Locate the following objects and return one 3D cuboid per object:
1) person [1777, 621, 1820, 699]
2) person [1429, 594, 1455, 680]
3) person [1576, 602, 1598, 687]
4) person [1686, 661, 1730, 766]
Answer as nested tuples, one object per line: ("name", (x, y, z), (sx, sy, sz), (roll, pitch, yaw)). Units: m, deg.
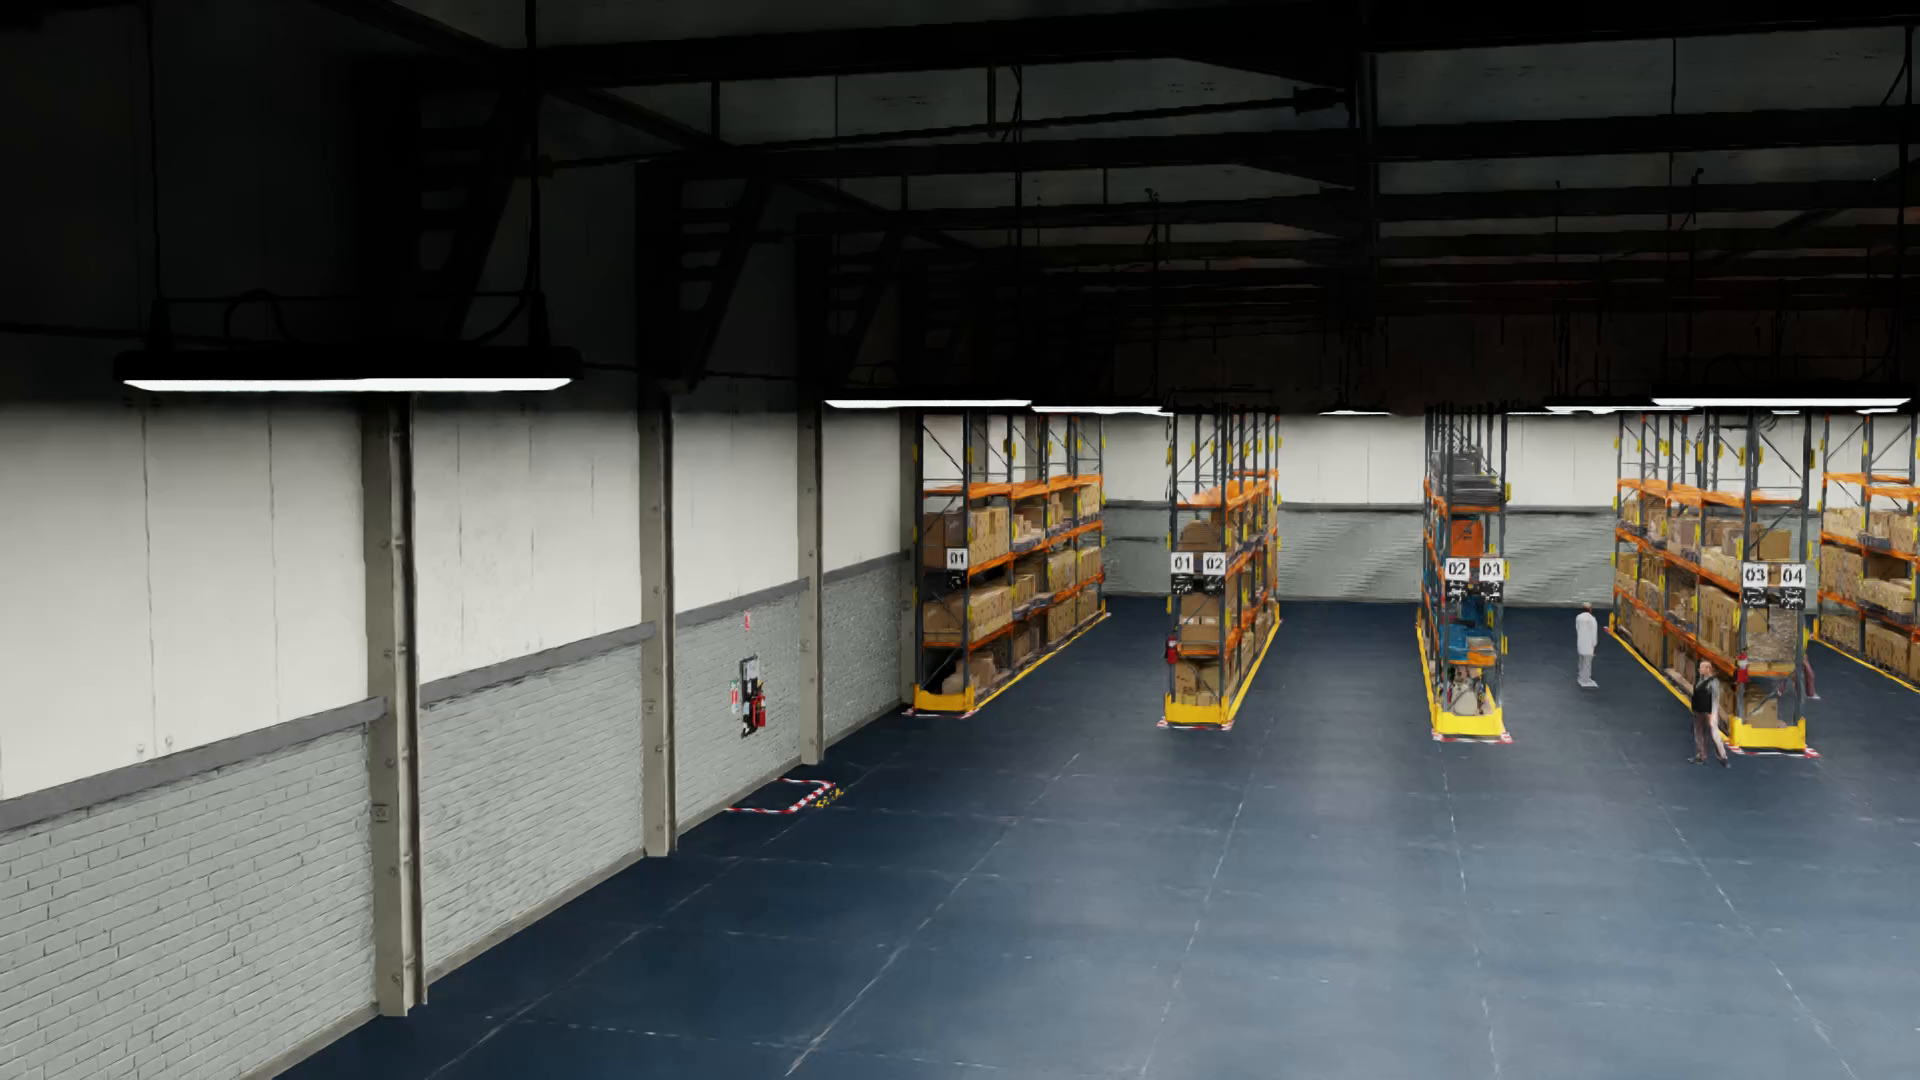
("person", (17.045, 2.409, 33.874), (0.611, 1.602, 0.817), (0, 4, -3))
("person", (10.148, 2.016, 34.975), (0.578, 1.785, 0.679), (2, 5, 24))
("person", (13.377, 2.206, 35.381), (0.515, 1.782, 0.638), (-1, 4, -14))
("person", (12.364, 2.853, 27.391), (0.468, 1.709, 0.718), (-1, 4, -13))
